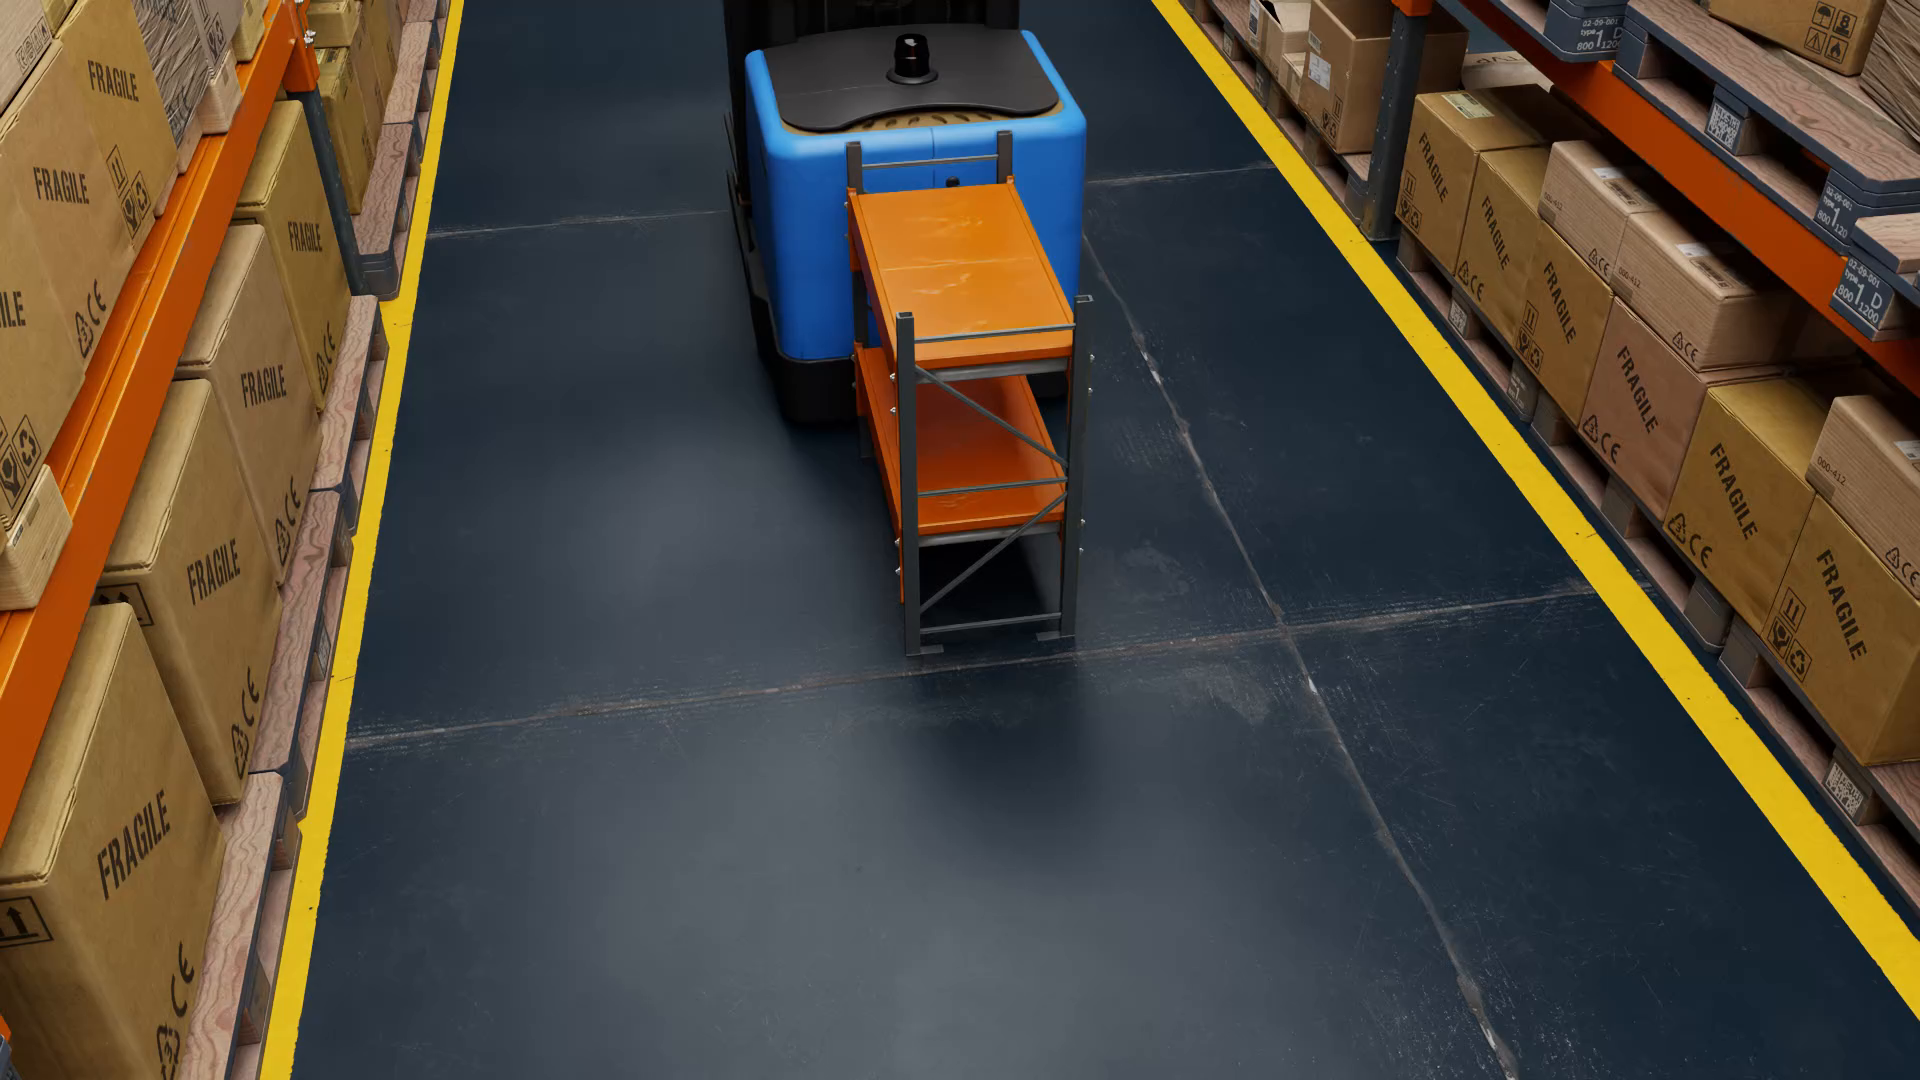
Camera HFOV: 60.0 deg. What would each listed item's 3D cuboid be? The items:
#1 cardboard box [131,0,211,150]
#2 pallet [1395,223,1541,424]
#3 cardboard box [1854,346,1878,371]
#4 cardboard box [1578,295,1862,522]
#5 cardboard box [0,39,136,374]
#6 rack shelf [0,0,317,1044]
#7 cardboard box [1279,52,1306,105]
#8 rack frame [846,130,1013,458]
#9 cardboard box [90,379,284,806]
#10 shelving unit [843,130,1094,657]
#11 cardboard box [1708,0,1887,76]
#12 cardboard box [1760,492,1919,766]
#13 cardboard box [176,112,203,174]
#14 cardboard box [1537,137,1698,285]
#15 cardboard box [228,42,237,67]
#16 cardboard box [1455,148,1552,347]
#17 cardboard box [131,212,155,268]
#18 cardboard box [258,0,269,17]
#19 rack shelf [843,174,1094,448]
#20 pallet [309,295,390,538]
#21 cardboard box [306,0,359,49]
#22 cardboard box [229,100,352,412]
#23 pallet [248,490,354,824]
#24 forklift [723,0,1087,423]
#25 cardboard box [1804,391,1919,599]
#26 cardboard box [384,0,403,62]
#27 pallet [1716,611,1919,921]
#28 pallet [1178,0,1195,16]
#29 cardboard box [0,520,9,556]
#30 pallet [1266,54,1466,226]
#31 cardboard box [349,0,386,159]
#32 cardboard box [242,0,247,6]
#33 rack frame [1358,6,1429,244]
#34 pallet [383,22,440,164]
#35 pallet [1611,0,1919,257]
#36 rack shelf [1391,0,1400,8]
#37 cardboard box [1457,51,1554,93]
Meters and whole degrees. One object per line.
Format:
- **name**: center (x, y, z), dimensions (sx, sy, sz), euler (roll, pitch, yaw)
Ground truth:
- **cardboard box**: center (-2.210, -1.256, 4.081), dimensions (0.500, 0.500, 0.500), euler (-6, 38, -8)
- **pallet**: center (2.339, -0.901, 6.237), dimensions (1.003, 0.211, 1.213), euler (-6, 38, -8)
- **cardboard box**: center (2.785, -0.499, 5.126), dimensions (0.500, 0.500, 0.500), euler (-7, 38, -9)
- **cardboard box**: center (2.277, -0.428, 5.035), dimensions (0.500, 0.500, 0.500), euler (-8, 38, -10)
- **cardboard box**: center (-2.018, -0.641, 3.290), dimensions (0.500, 0.500, 0.500), euler (-6, 38, -8)
- **rack shelf**: center (-2.367, -0.462, 3.986), dimensions (1.077, 0.370, 4.000), euler (-6, 38, -8)
- **cardboard box**: center (1.655, -2.071, 7.435), dimensions (0.380, 0.149, 0.250), euler (-6, 38, -8)
- **rack frame**: center (-0.090, -0.755, 5.305), dimensions (0.500, 1.125, 0.032), euler (-6, 38, -8)
- **cardboard box**: center (-2.163, 0.157, 4.013), dimensions (0.750, 0.750, 0.750), euler (-6, 38, -8)
- **shelving unit**: center (-0.001, -0.448, 4.910), dimensions (0.538, 1.125, 1.048), euler (-6, 38, -8)
- **cardboard box**: center (2.529, -1.634, 4.484), dimensions (0.700, 0.500, 0.500), euler (-16, 41, -19)
- **cardboard box**: center (2.465, 0.201, 4.226), dimensions (0.500, 0.500, 0.500), euler (-5, 38, -6)
- **cardboard box**: center (-2.229, -1.070, 4.370), dimensions (0.380, 0.149, 0.250), euler (-6, 38, -8)
- **cardboard box**: center (2.179, -1.049, 5.223), dimensions (0.500, 0.250, 0.500), euler (-6, 38, -8)
- **cardboard box**: center (-2.311, -1.378, 4.767), dimensions (0.380, 0.149, 0.250), euler (-5, 38, -7)
- **cardboard box**: center (2.108, -1.036, 5.818), dimensions (0.500, 0.500, 0.500), euler (-6, 38, -7)
- **cardboard box**: center (-2.165, -0.755, 3.965), dimensions (0.380, 0.149, 0.250), euler (-5, 38, -7)
- **cardboard box**: center (-2.380, -1.689, 5.167), dimensions (0.380, 0.149, 0.250), euler (-6, 38, -8)
- **rack shelf**: center (-0.001, -0.679, 4.731), dimensions (0.538, 0.278, 1.000), euler (-6, 38, -8)
- **pallet**: center (-2.508, -0.395, 5.586), dimensions (1.003, 0.211, 1.213), euler (-6, 38, -8)
- **cardboard box**: center (-2.628, -2.078, 6.646), dimensions (0.380, 0.149, 0.250), euler (-5, 38, -6)
- **cardboard box**: center (-2.476, -0.892, 5.363), dimensions (0.750, 0.750, 0.750), euler (-6, 38, -7)
- **pallet**: center (-2.291, 0.344, 4.636), dimensions (1.003, 0.211, 1.213), euler (-6, 38, -8)
- **forklift**: center (-0.370, -2.460, 6.028), dimensions (1.130, 2.935, 3.031), euler (-7, 38, -9)
- **cardboard box**: center (2.451, -0.129, 4.039), dimensions (0.500, 0.250, 0.500), euler (-5, 38, -6)
- **cardboard box**: center (-3.021, -2.531, 7.758), dimensions (0.700, 0.500, 0.500), euler (-7, 38, -9)
- **pallet**: center (2.766, 0.573, 4.340), dimensions (1.003, 0.211, 1.213), euler (-6, 38, -8)
- **pallet**: center (1.612, -3.276, 9.295), dimensions (1.003, 0.211, 1.213), euler (-6, 38, -8)
- **cardboard box**: center (-1.849, -0.024, 2.495), dimensions (0.500, 0.500, 0.500), euler (-5, 38, -7)
- **pallet**: center (2.039, -1.803, 7.398), dimensions (1.003, 0.211, 1.213), euler (-6, 38, -8)
- **cardboard box**: center (-2.832, -1.899, 6.945), dimensions (0.700, 0.500, 0.500), euler (-7, 38, -8)
- **cardboard box**: center (-2.388, -1.867, 4.868), dimensions (0.500, 0.500, 0.500), euler (-7, 38, -9)
- **rack frame**: center (2.159, -2.489, 6.009), dimensions (1.000, 3.000, 0.127), euler (-6, 38, -8)
- **pallet**: center (-2.991, -2.059, 7.728), dimensions (1.003, 0.211, 1.213), euler (-6, 38, -8)
- **pallet**: center (2.515, -1.171, 4.469), dimensions (1.003, 0.211, 1.213), euler (-6, 38, -8)
- **rack shelf**: center (1.808, -3.413, 7.784), dimensions (1.077, 0.370, 4.000), euler (-6, 38, -8)
- **cardboard box**: center (2.298, -1.878, 7.055), dimensions (0.500, 0.311, 0.500), euler (-6, 38, -8)
